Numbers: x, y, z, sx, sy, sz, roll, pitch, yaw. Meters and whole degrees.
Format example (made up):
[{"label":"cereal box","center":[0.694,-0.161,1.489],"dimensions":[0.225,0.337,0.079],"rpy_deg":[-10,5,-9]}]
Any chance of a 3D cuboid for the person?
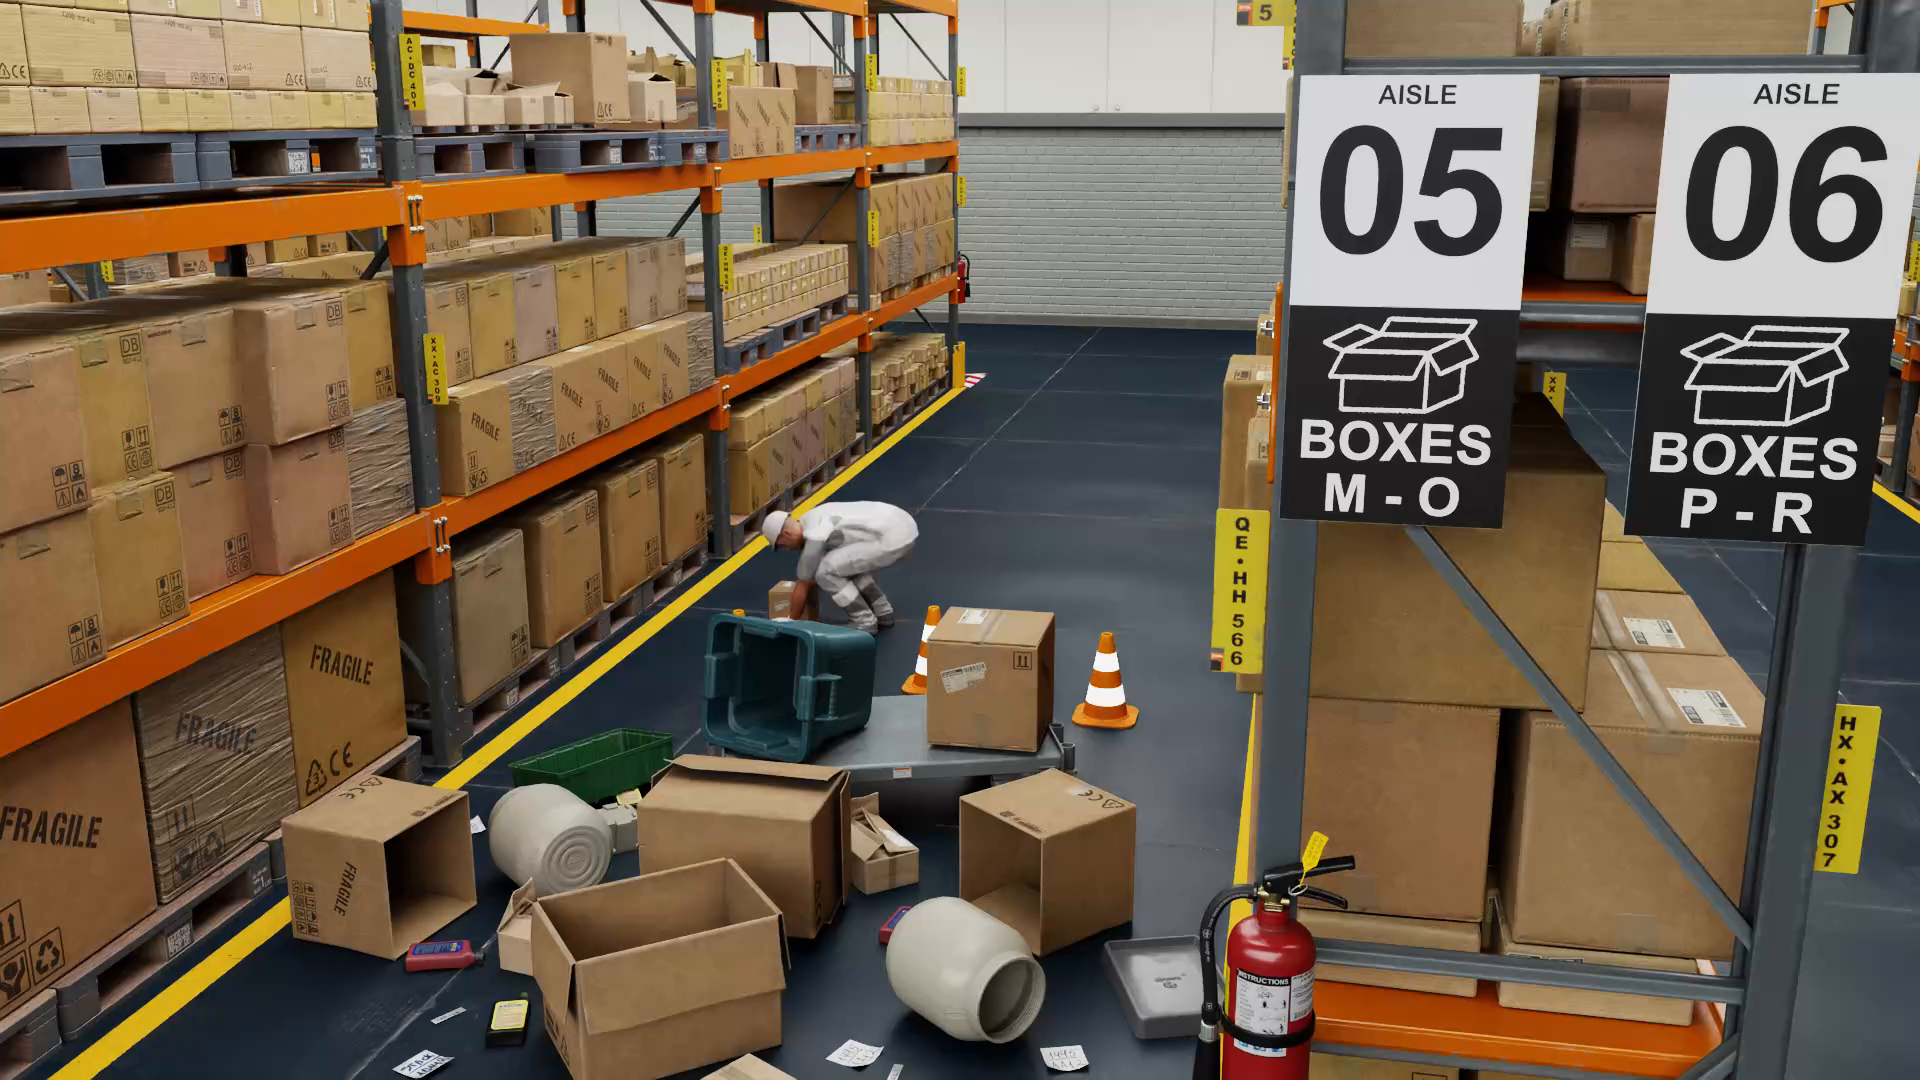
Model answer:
[{"label":"person","center":[-0.741,0.173,10.307],"dimensions":[0.966,0.831,0.519],"rpy_deg":[3,15,10]}]
